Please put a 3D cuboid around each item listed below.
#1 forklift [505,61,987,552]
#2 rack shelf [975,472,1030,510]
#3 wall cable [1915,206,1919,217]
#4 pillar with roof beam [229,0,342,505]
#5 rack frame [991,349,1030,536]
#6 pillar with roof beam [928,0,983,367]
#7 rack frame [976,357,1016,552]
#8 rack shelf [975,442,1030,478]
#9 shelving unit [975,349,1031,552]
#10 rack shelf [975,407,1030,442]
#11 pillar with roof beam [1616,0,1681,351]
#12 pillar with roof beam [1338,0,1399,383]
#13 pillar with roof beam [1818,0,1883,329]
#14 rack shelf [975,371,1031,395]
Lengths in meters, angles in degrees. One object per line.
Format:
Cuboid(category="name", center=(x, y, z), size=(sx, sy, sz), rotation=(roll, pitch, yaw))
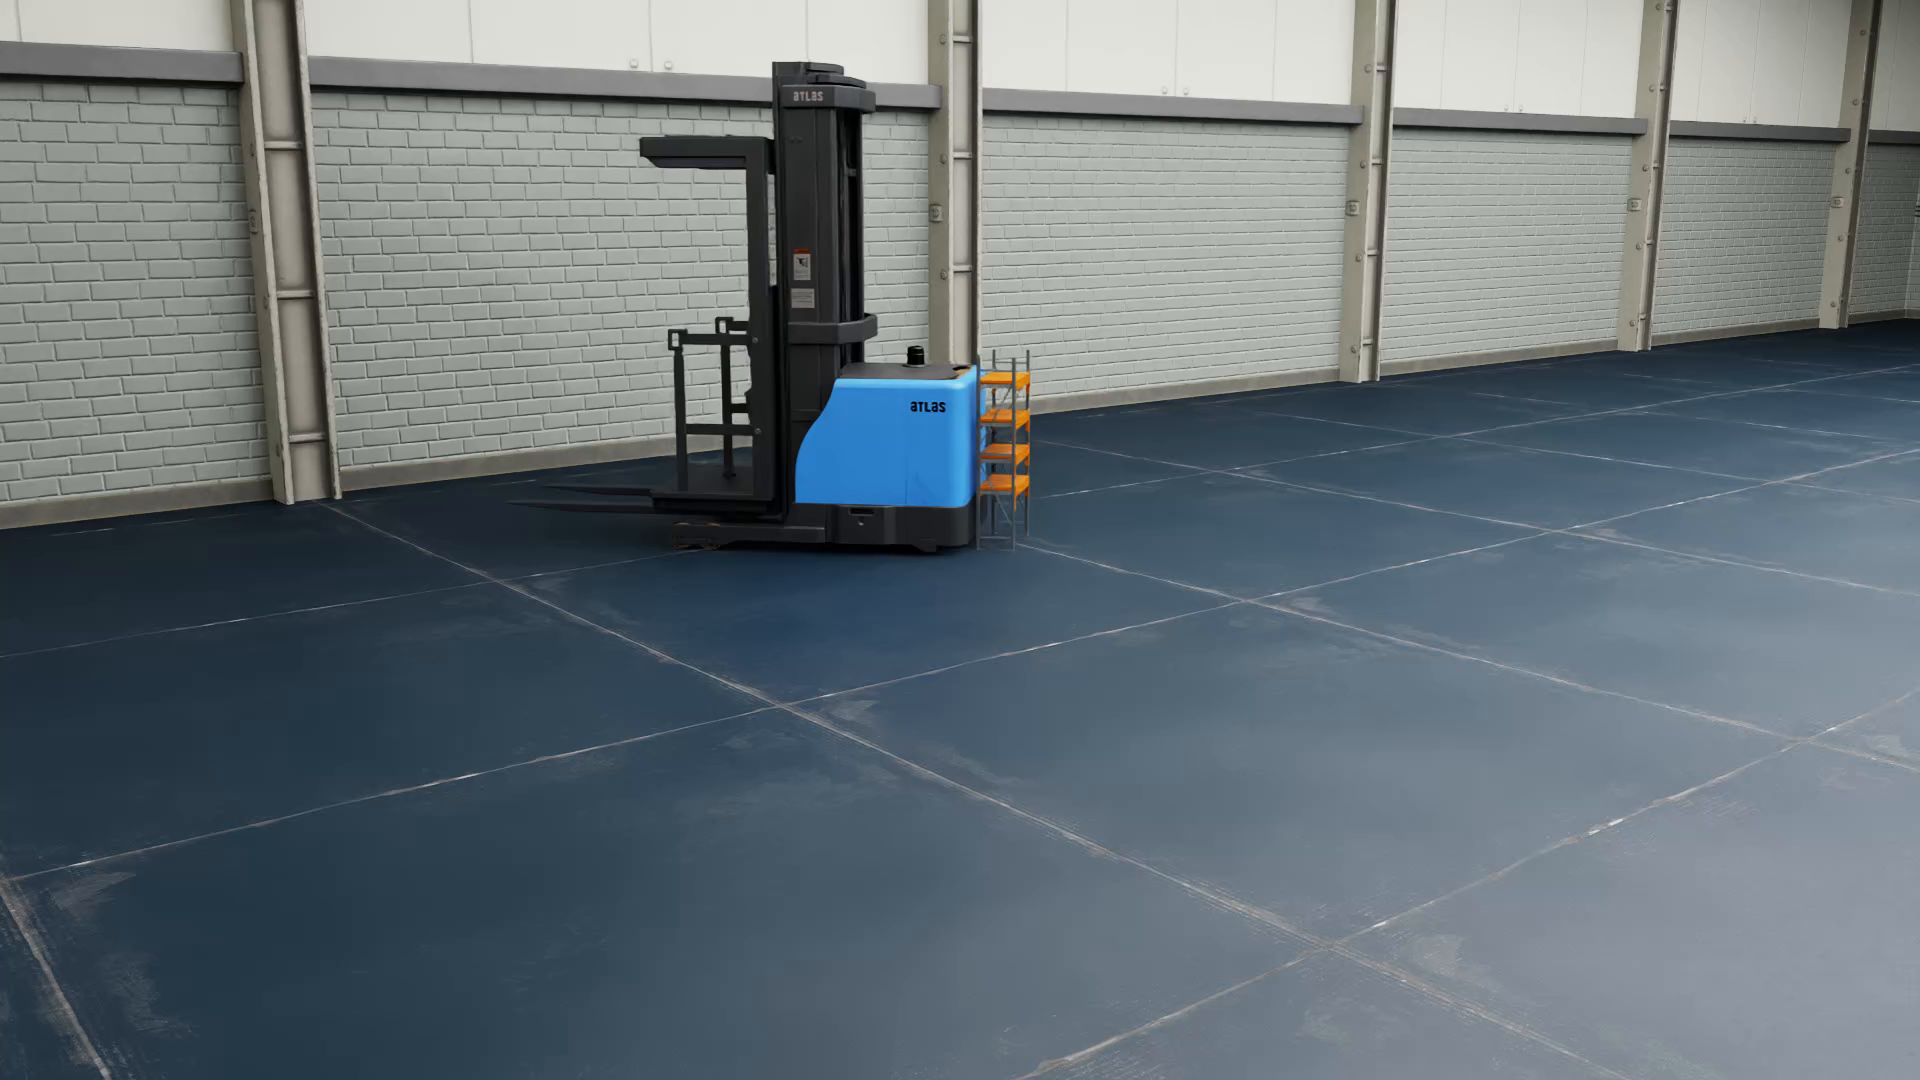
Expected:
Cuboid(category="forklift", center=(-1.381, -1.478, 10.532), size=(3.031, 2.935, 1.130), rotation=(2, 12, 9))
Cuboid(category="rack shelf", center=(0.271, -0.310, 10.480), size=(0.258, 0.148, 0.480), rotation=(3, 12, 12))
Cuboid(category="wall cable", center=(17.139, -6.467, 26.895), size=(0.112, 2.526, 3.097), rotation=(-9, 15, -38))
Cuboid(category="pillar with roof beam", center=(-2.039, -4.006, 7.828), size=(0.400, 9.000, 9.100), rotation=(-9, 15, -38))
Cuboid(category="rack frame", center=(0.323, -0.620, 10.658), size=(0.240, 1.200, 0.015), rotation=(3, 12, 12))
Cuboid(category="pillar with roof beam", center=(2.647, -4.784, 11.495), size=(0.400, 9.000, 9.100), rotation=(-9, 15, -38))
Cuboid(category="rack frame", center=(0.219, -0.521, 10.192), size=(0.240, 1.200, 0.015), rotation=(3, 12, 12))
Cuboid(category="rack shelf", center=(0.271, -0.504, 10.439), size=(0.258, 0.148, 0.480), rotation=(3, 12, 12))
Cuboid(category="shelving unit", center=(0.271, -0.570, 10.425), size=(0.258, 1.200, 0.503), rotation=(3, 12, 12))
Cuboid(category="rack shelf", center=(0.271, -0.723, 10.392), size=(0.258, 0.148, 0.480), rotation=(3, 12, 12))
Cuboid(category="pillar with roof beam", center=(12.017, -6.341, 18.828), size=(0.400, 9.000, 9.100), rotation=(-9, 15, -38))
Cuboid(category="pillar with roof beam", center=(7.332, -5.563, 15.161), size=(0.400, 9.000, 9.100), rotation=(-9, 15, -38))
Cuboid(category="pillar with roof beam", center=(16.702, -7.120, 22.494), size=(0.400, 9.000, 9.100), rotation=(-9, 15, -38))
Cuboid(category="rack shelf", center=(0.271, -0.954, 10.343), size=(0.258, 0.148, 0.480), rotation=(3, 12, 12))
